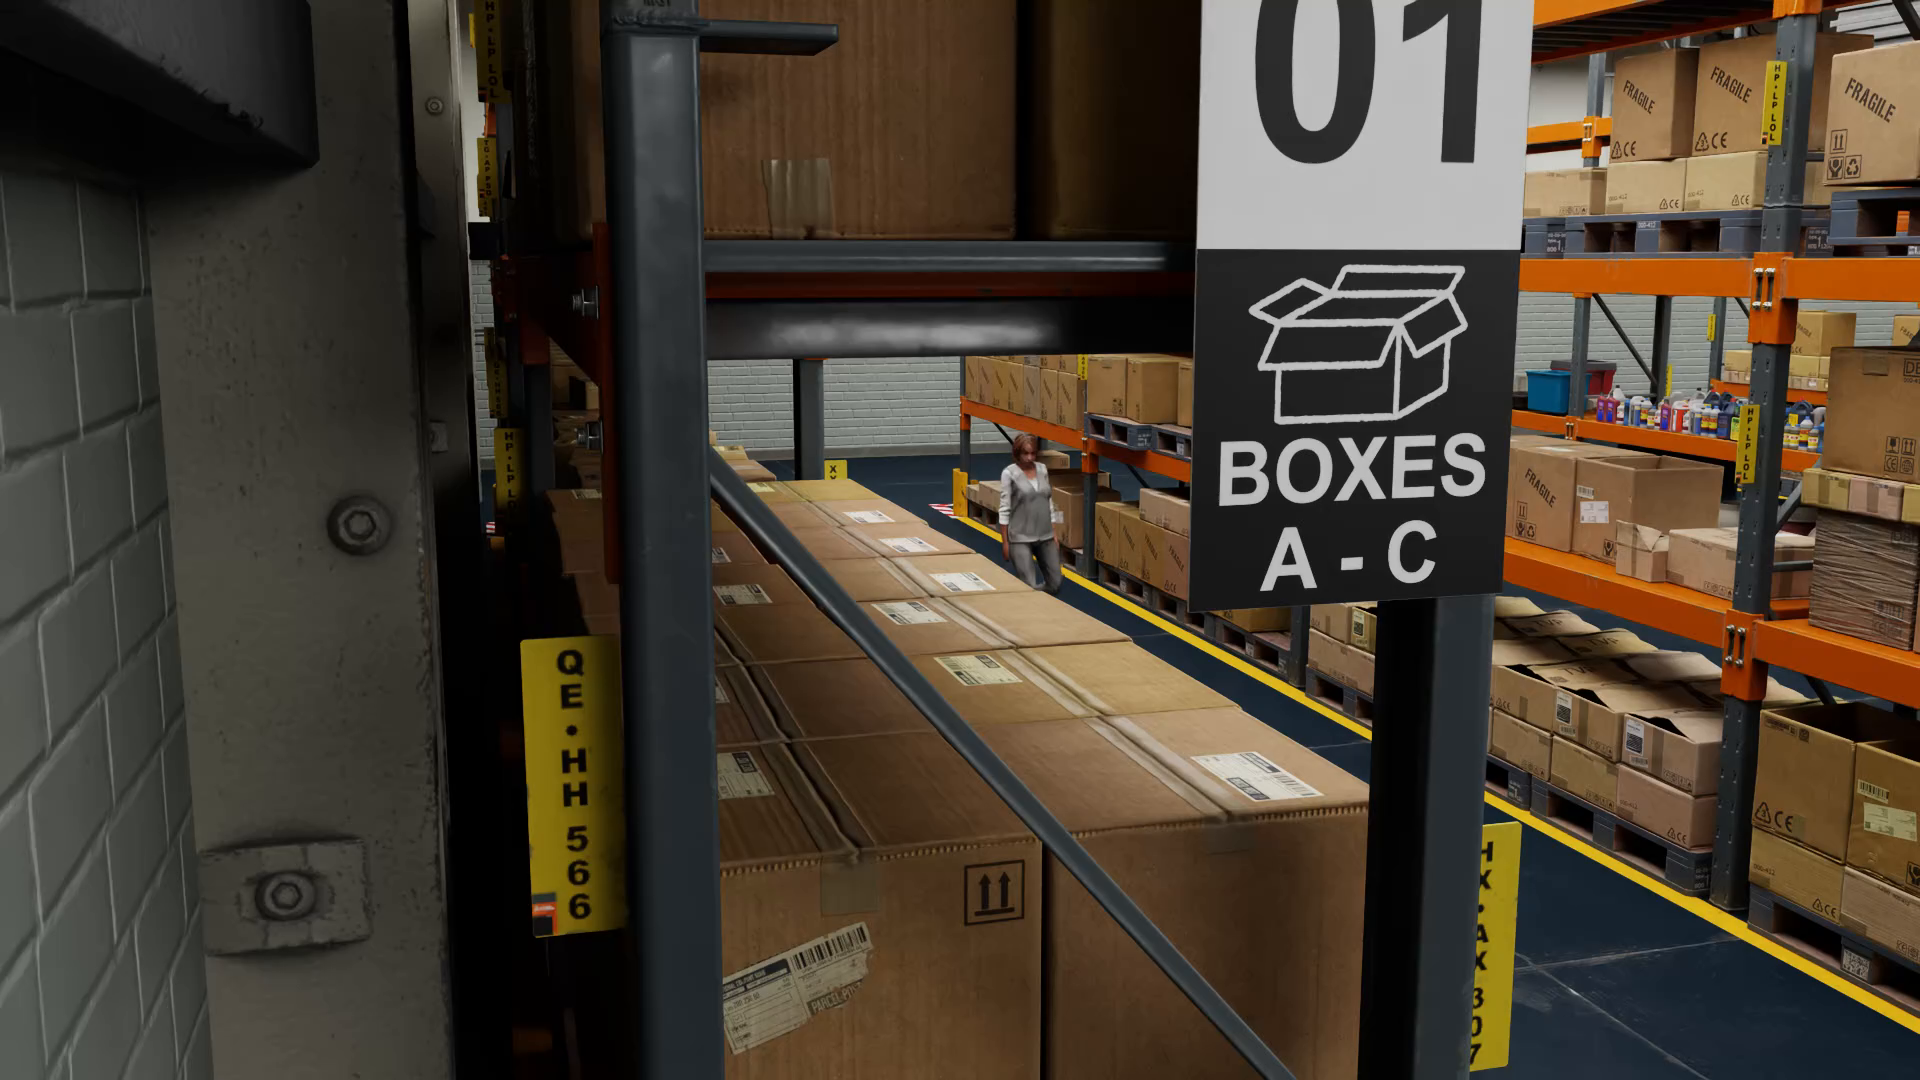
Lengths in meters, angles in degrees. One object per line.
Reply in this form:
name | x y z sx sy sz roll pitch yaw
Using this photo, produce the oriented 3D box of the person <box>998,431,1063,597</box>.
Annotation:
person | 0.522 0.027 11.858 0.445 1.554 0.612 -5 11 -27
